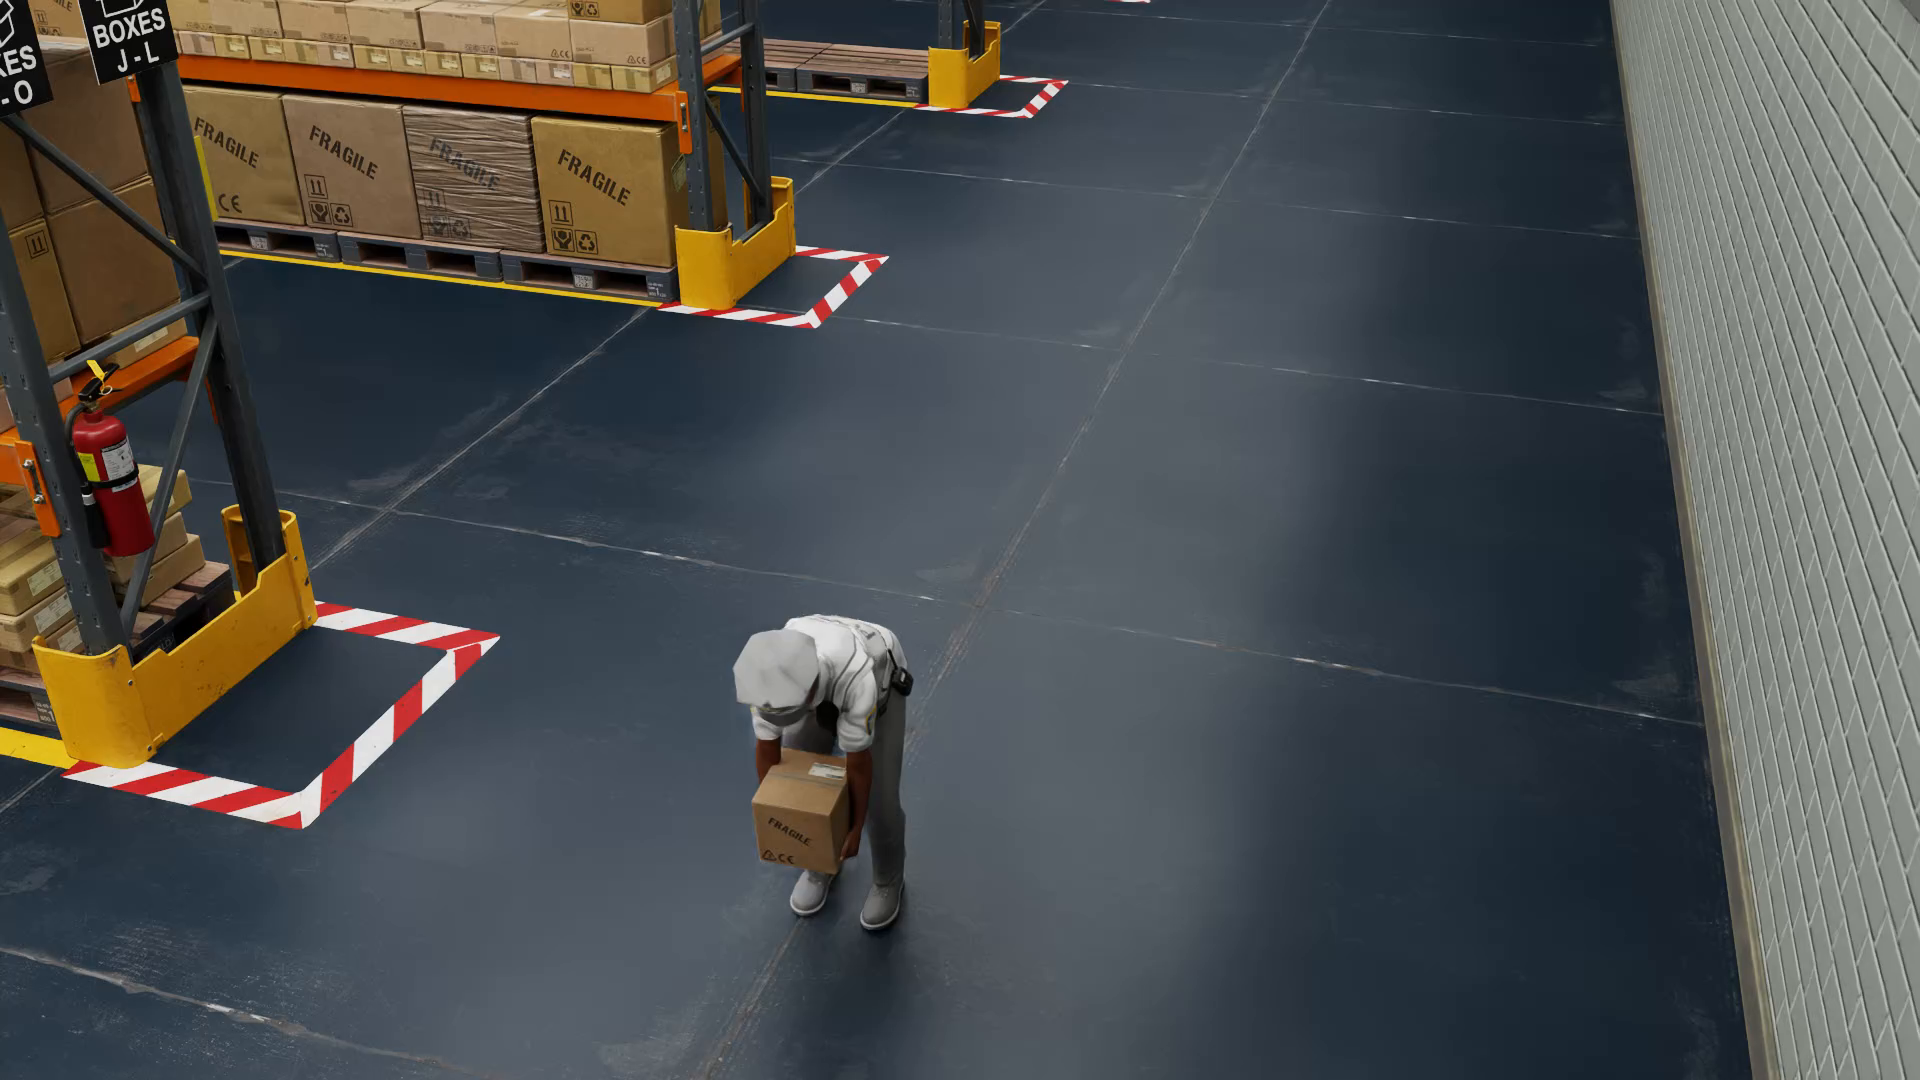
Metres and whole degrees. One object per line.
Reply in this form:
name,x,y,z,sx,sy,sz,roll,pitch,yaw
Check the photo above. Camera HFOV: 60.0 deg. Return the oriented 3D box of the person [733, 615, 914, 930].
person,-0.428,0.727,5.163,0.414,1.350,0.873,8,30,14
